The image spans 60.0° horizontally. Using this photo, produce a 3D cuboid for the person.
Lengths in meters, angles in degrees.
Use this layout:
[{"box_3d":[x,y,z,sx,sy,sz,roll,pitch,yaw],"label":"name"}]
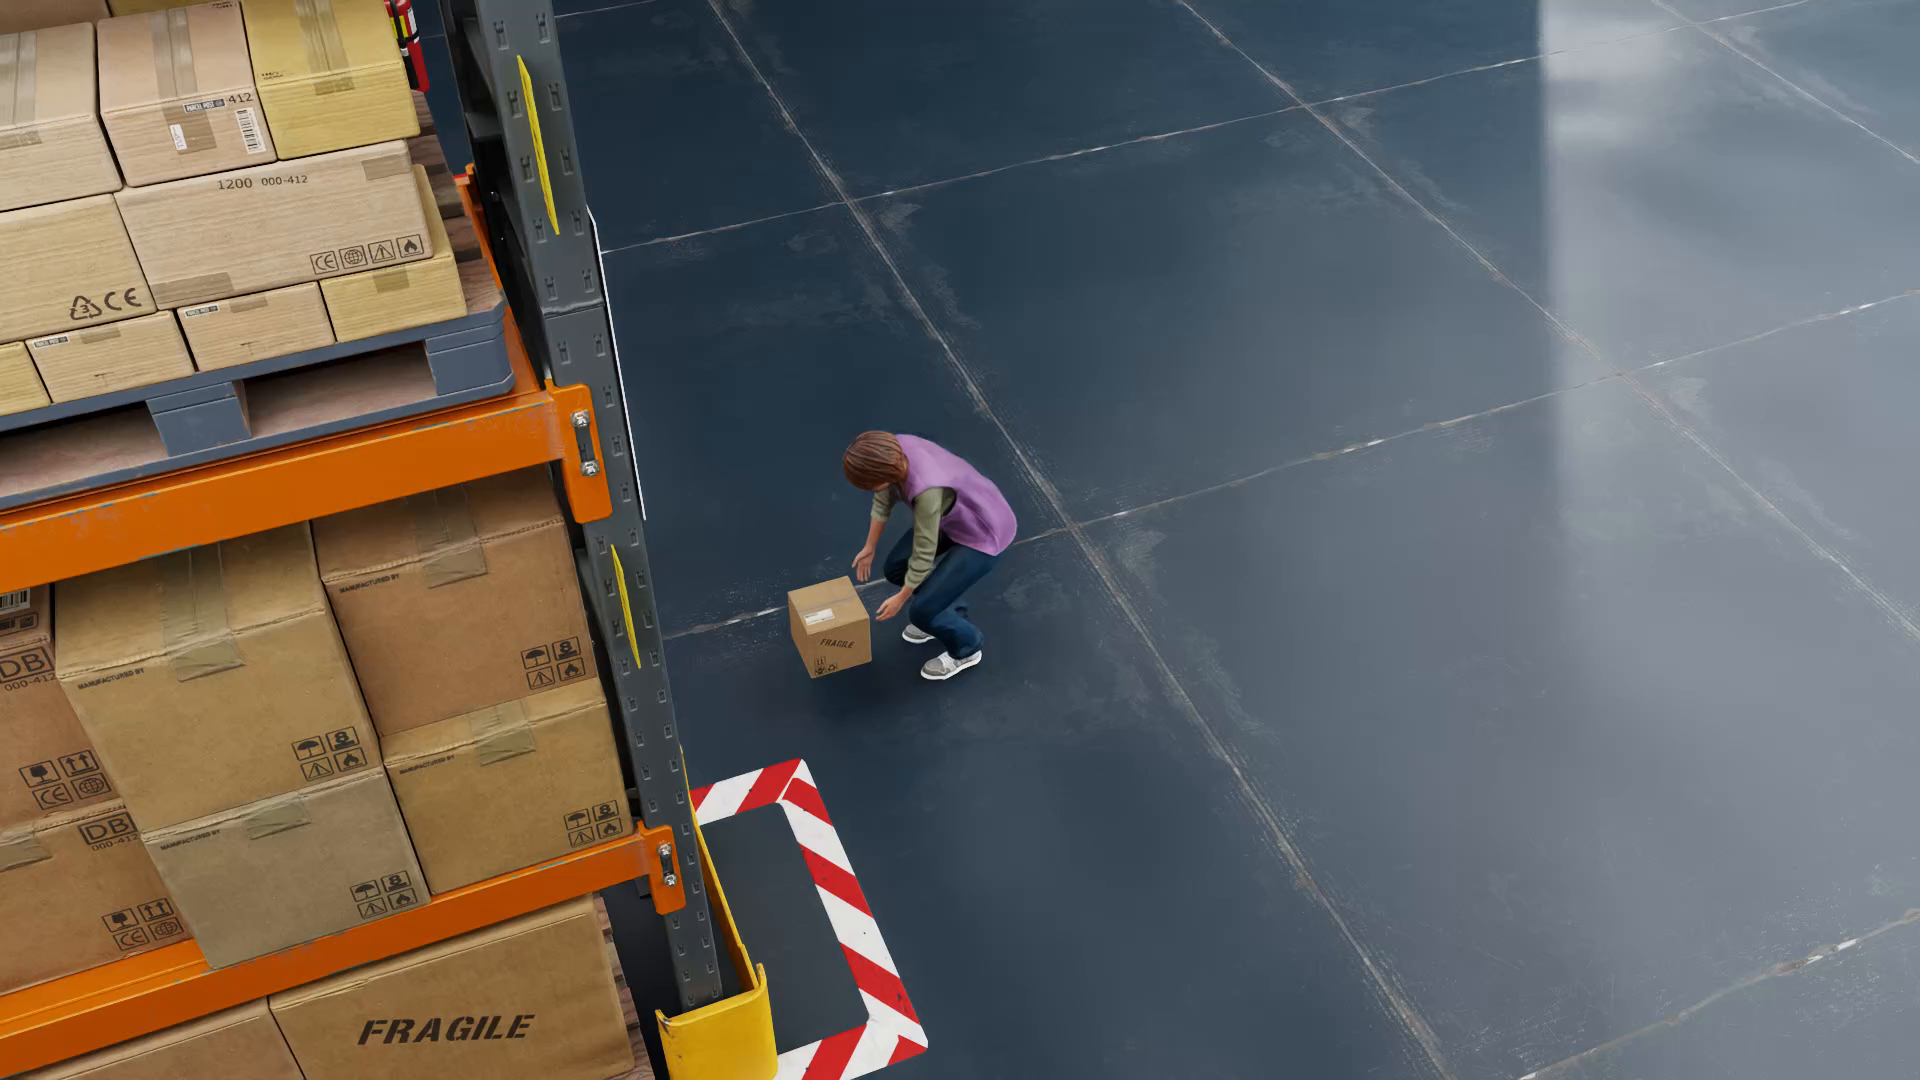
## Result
[{"box_3d":[-0.103,0.037,6.405,0.685,1.230,0.463,-15,45,-16],"label":"person"}]
